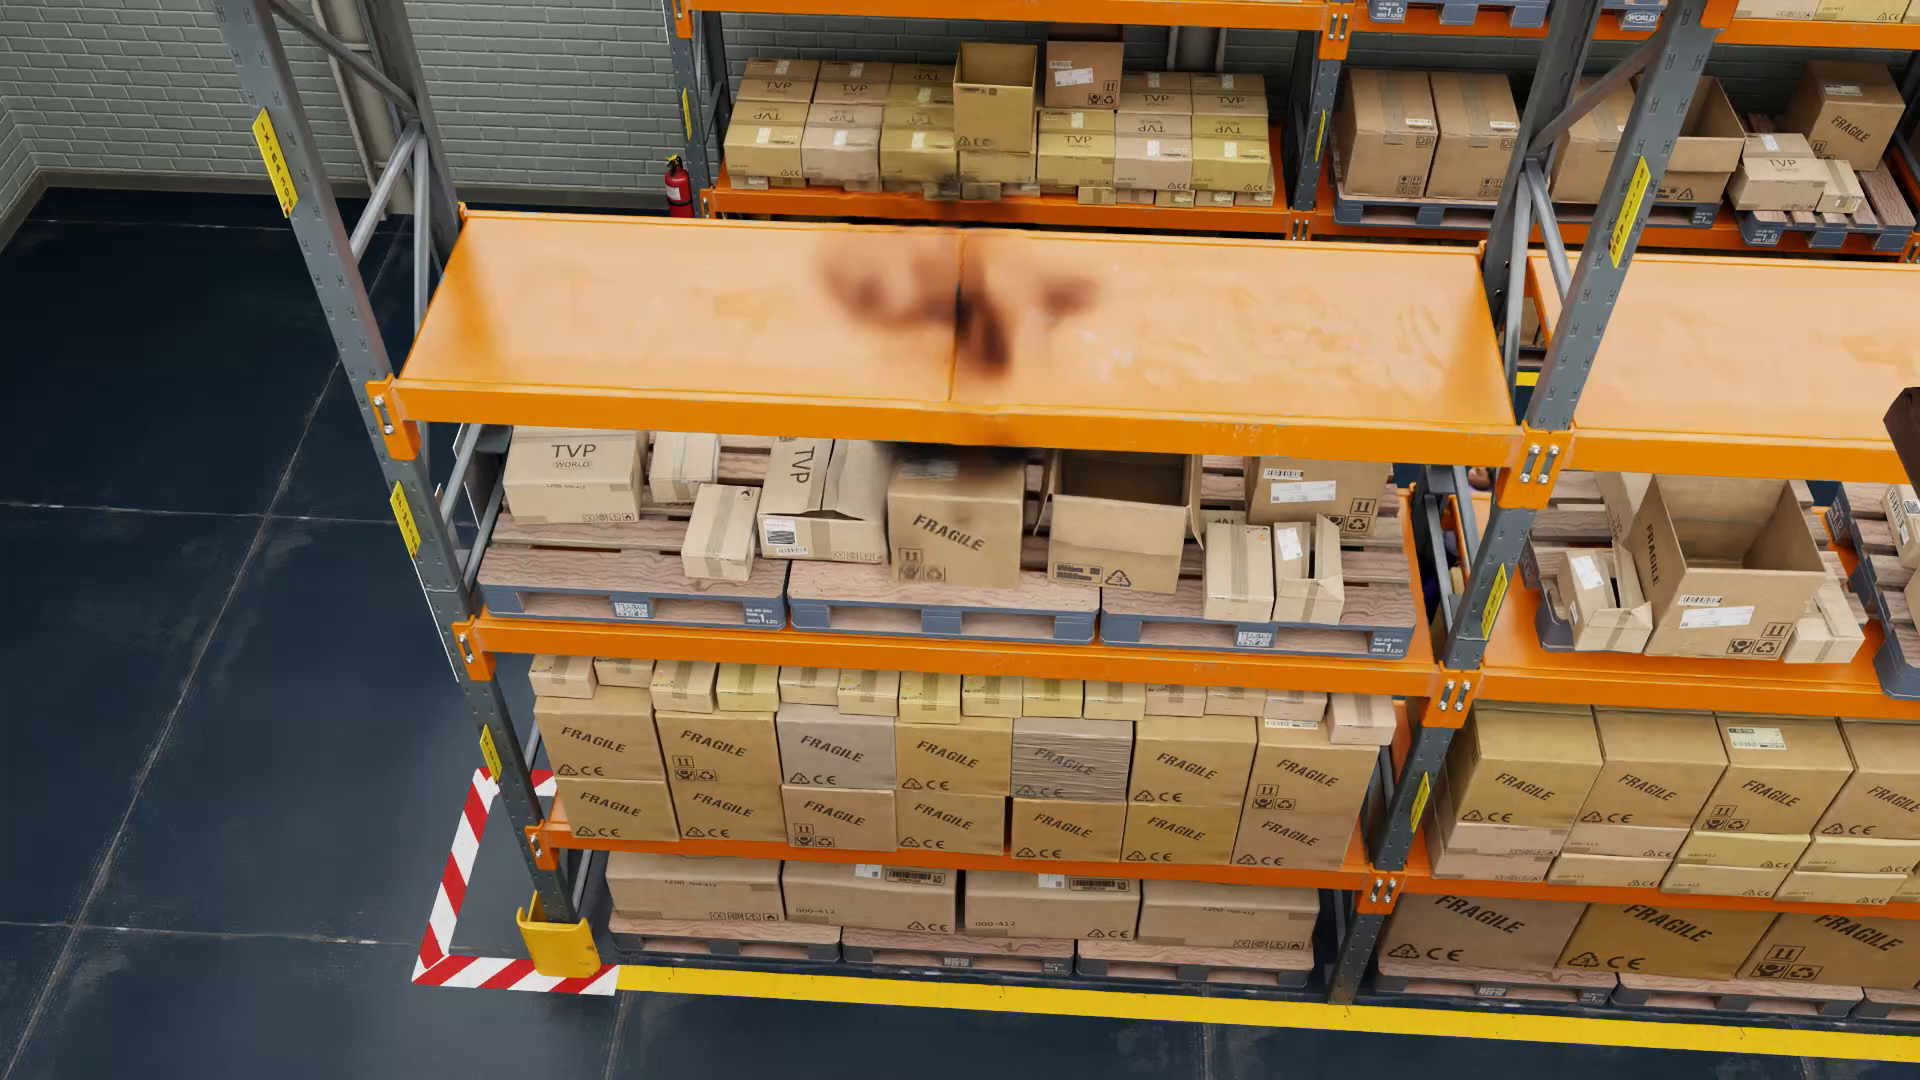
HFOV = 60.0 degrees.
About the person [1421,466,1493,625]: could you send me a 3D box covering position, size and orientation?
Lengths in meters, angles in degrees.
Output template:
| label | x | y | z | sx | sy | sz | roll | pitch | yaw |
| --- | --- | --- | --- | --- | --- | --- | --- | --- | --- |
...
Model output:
| label | x | y | z | sx | sy | sz | roll | pitch | yaw |
| --- | --- | --- | --- | --- | --- | --- | --- | --- | --- |
| person | 2.869 | 0.069 | 9.568 | 0.611 | 1.562 | 0.601 | 0 | 48 | 0 |
